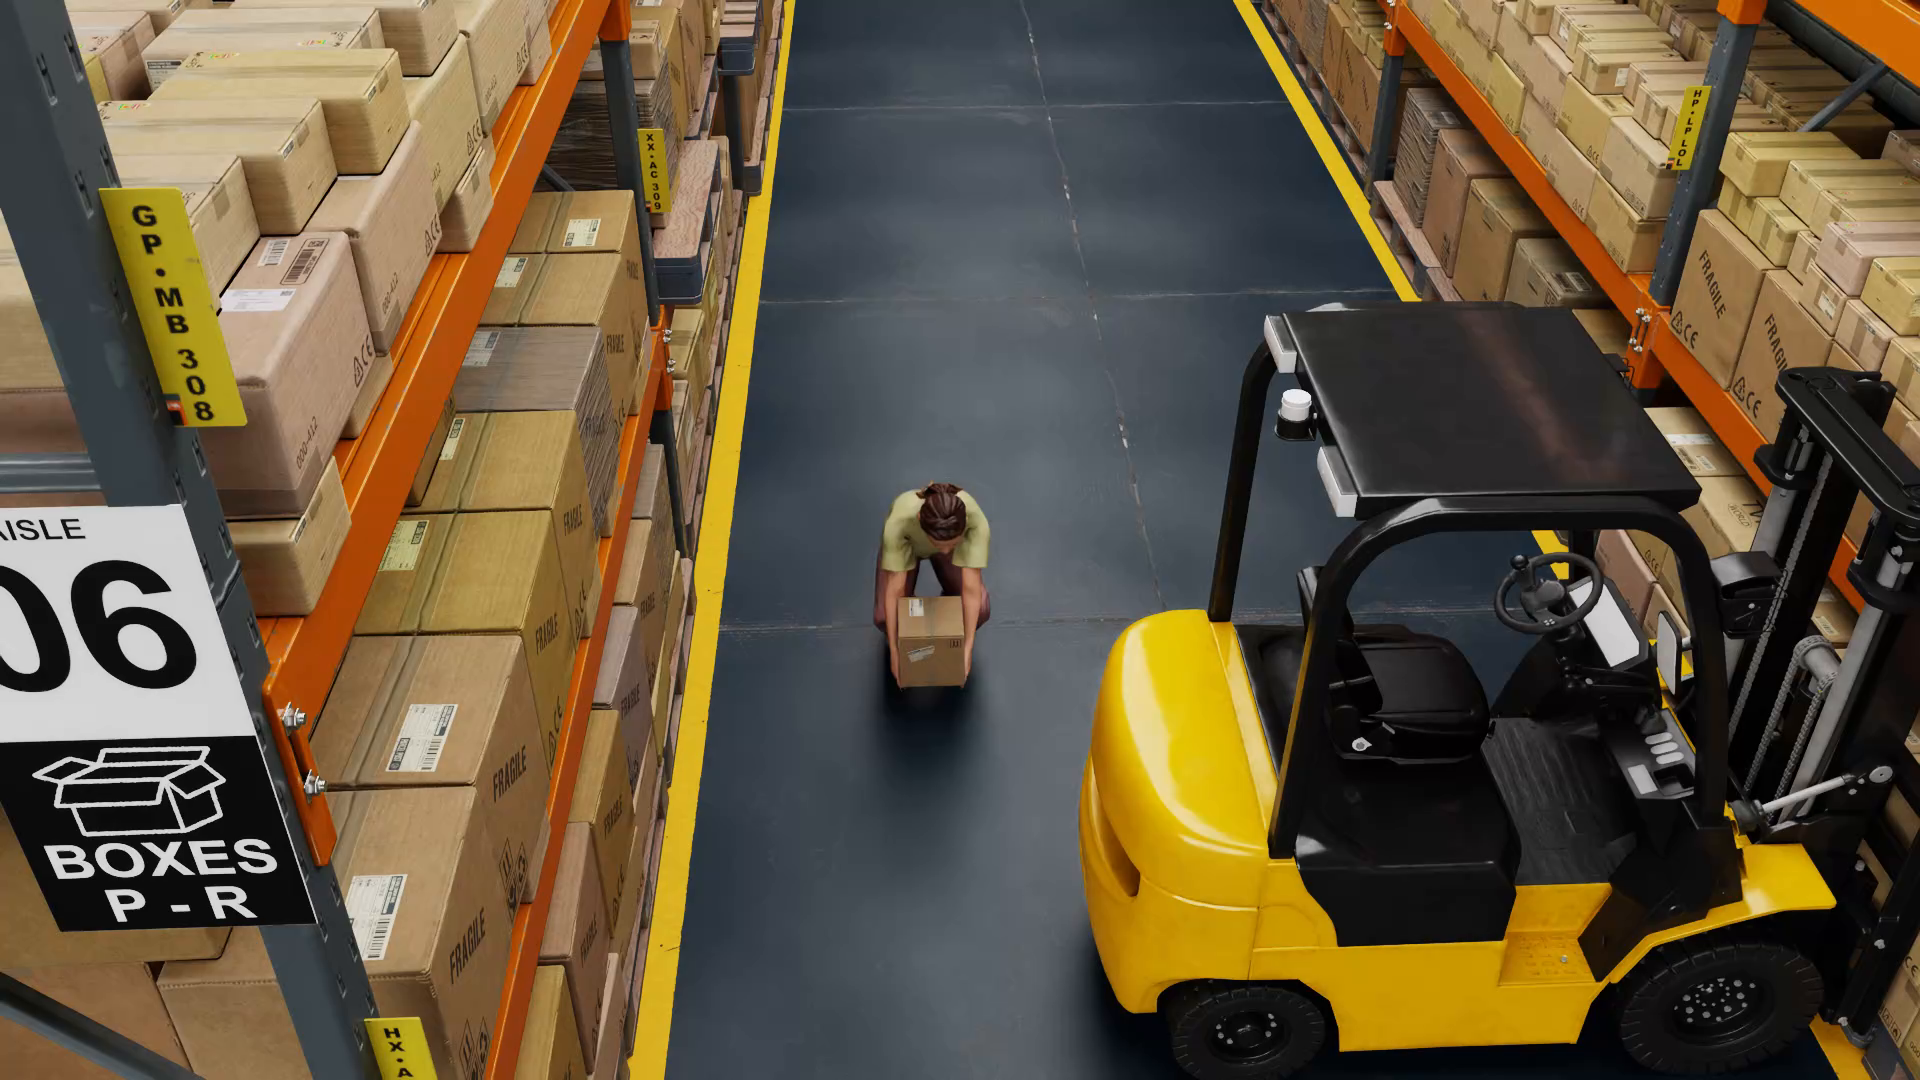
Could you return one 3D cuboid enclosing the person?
[{"bbox_3d":[-0.118,0.096,6.659,0.470,0.936,0.818,-2,35,-3],"label":"person"}]
